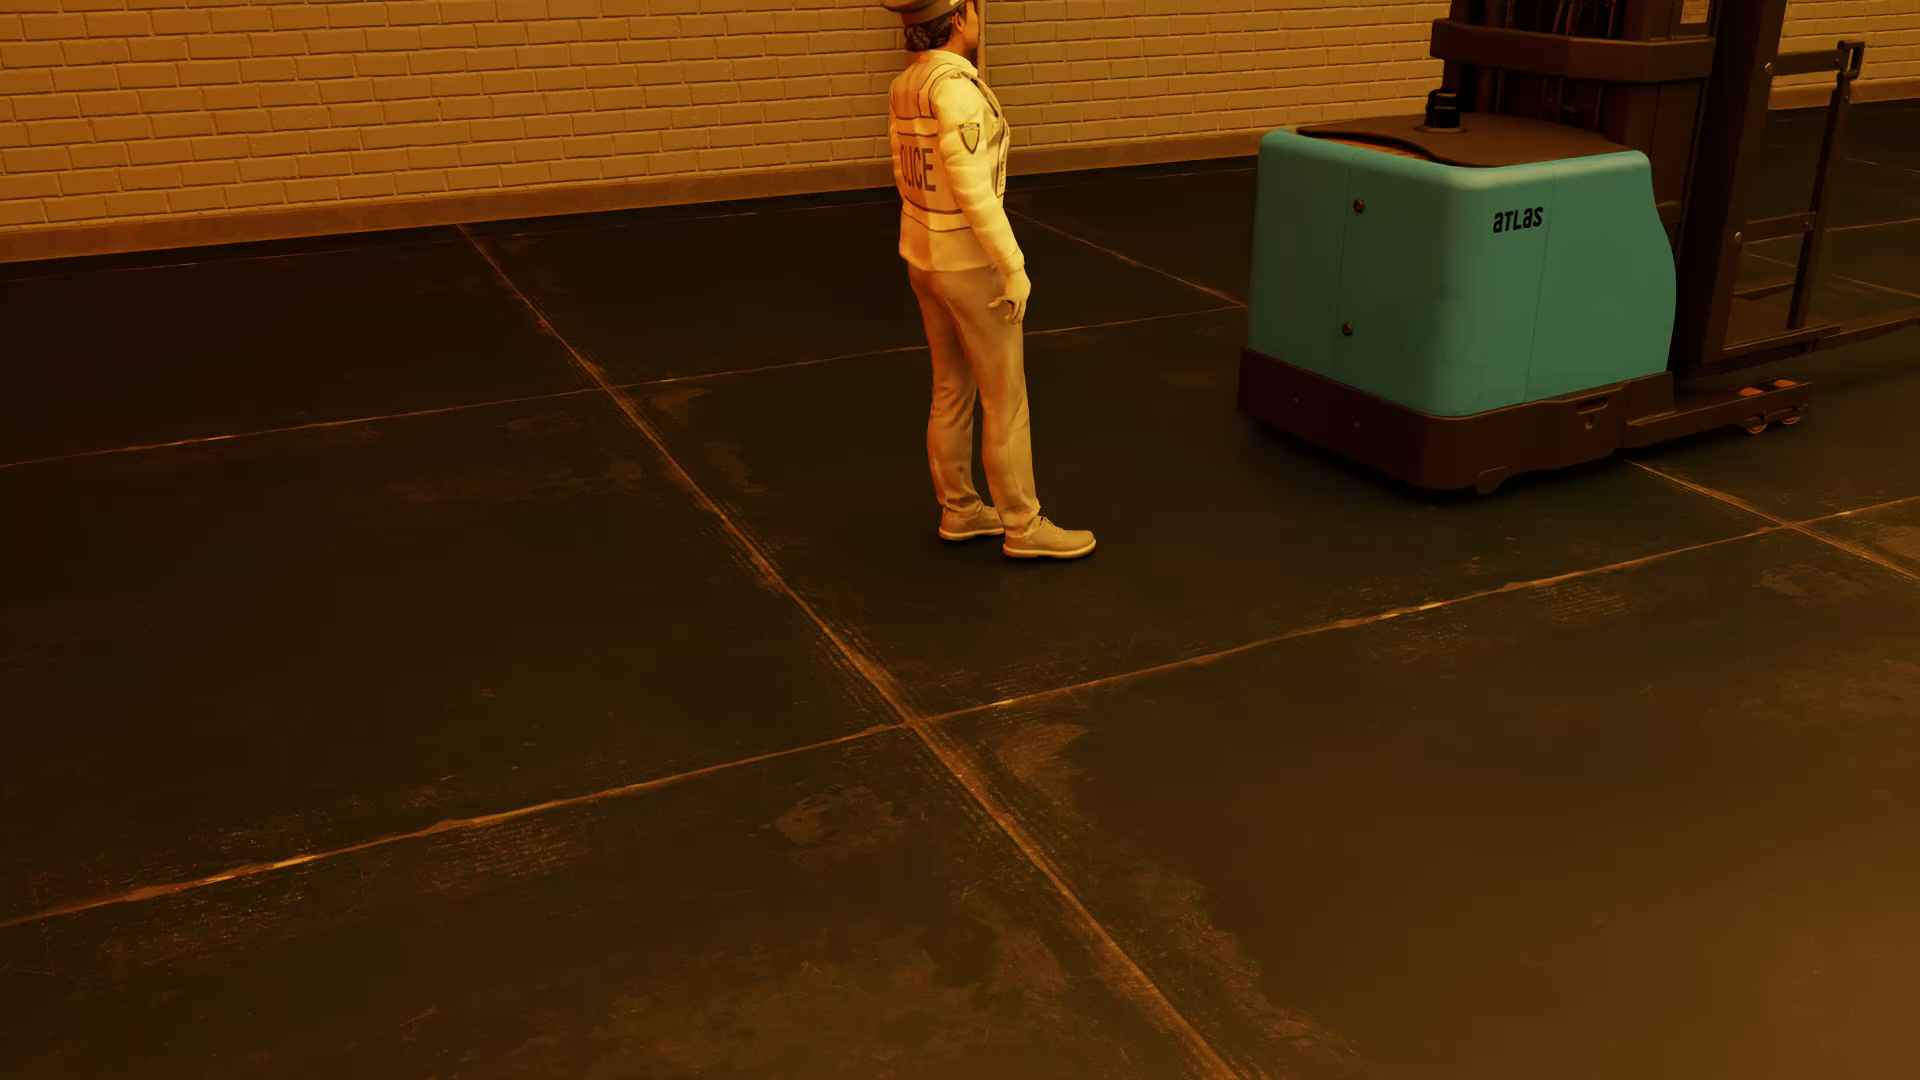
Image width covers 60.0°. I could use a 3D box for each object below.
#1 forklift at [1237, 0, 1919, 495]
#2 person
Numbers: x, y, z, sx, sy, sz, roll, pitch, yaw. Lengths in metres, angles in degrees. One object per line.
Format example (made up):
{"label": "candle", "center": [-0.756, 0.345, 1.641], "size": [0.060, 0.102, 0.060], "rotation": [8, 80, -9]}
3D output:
{"label": "forklift", "center": [2.542, -1.899, 5.858], "size": [3.031, 2.935, 1.130], "rotation": [-13, 26, -28]}
{"label": "person", "center": [0.063, -0.798, 4.800], "size": [0.534, 1.696, 0.587], "rotation": [-10, 25, -23]}
